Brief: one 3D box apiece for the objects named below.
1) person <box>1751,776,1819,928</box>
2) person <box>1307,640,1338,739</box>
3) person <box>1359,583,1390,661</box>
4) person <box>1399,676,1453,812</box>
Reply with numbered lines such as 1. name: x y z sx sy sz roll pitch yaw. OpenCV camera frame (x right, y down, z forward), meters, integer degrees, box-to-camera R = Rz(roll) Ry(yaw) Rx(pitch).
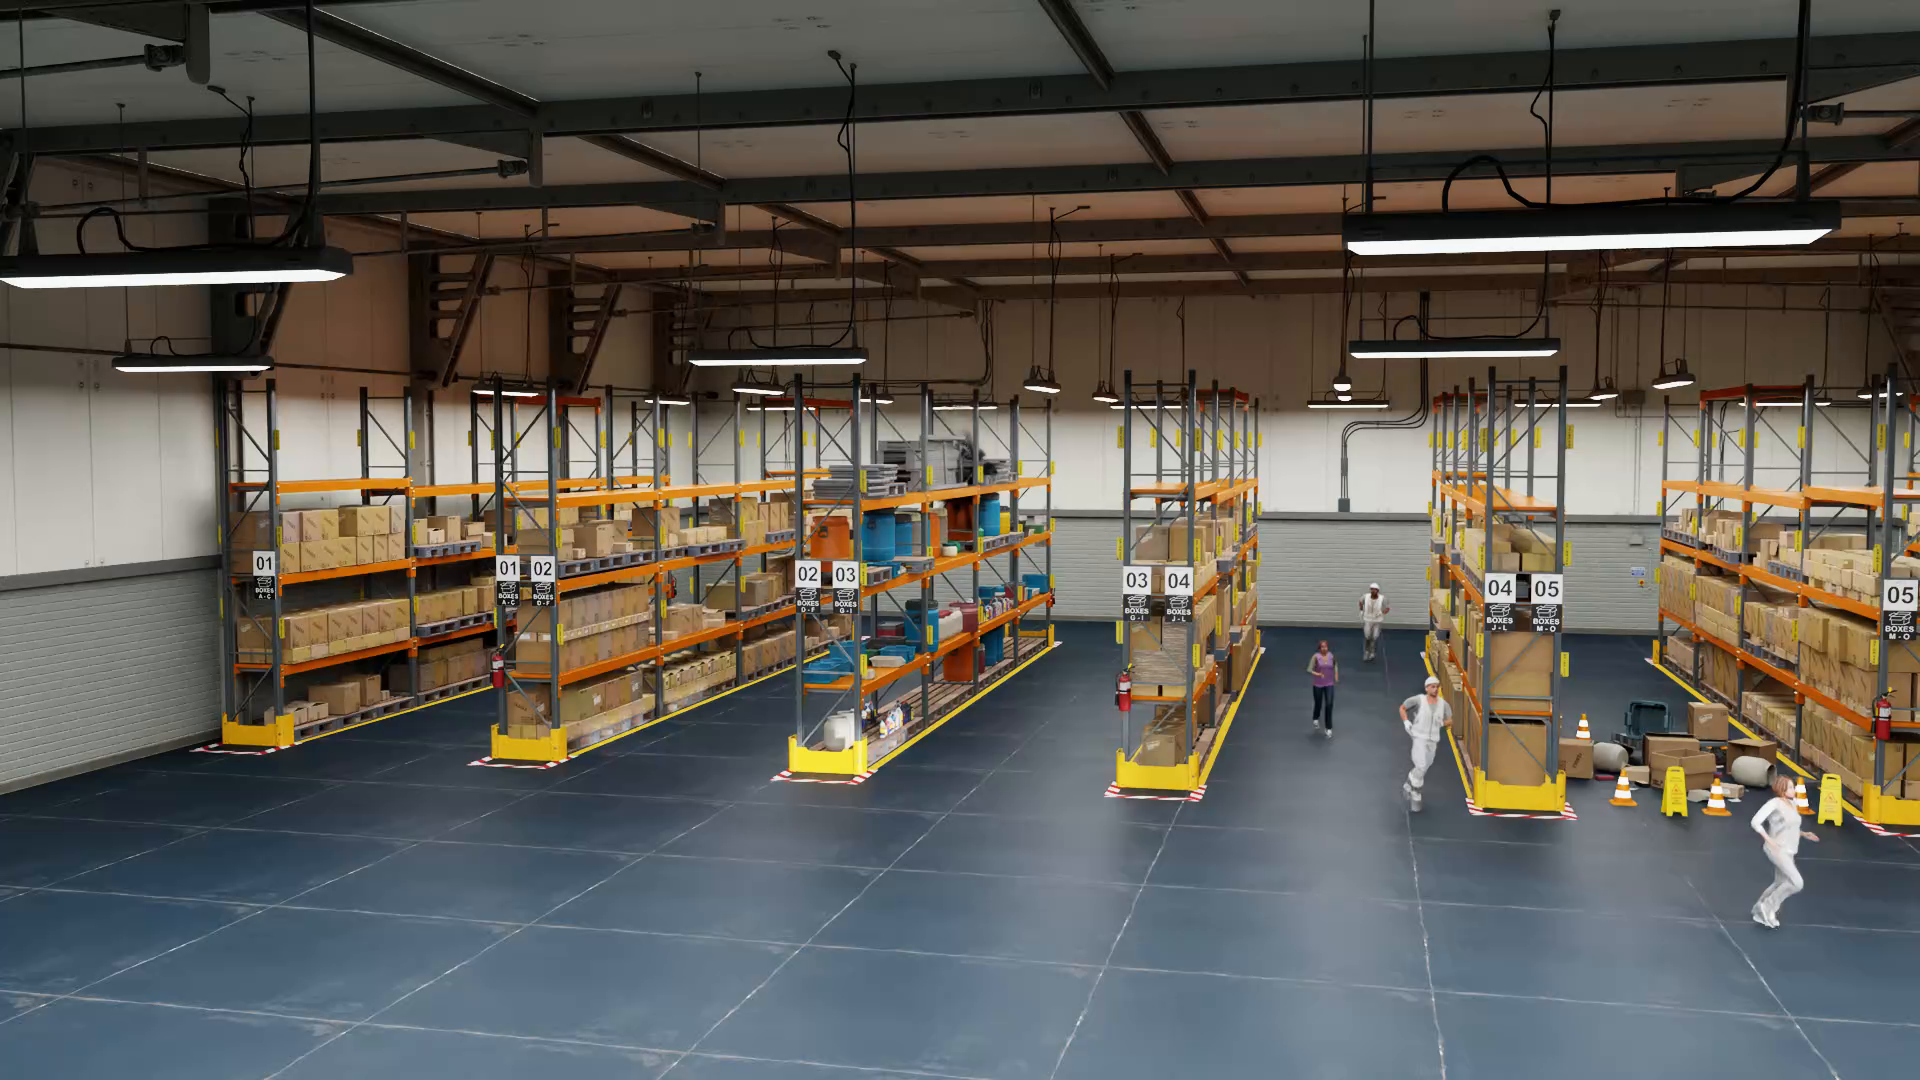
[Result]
1. person: 8.389 3.199 16.942 0.513 1.538 0.611 -3 4 -39
2. person: 6.163 2.502 28.246 0.559 1.634 0.809 0 3 0
3. person: 9.387 1.862 37.711 0.687 1.776 0.665 1 4 16
4. person: 6.379 2.764 22.758 0.657 1.837 0.750 -1 3 -10
